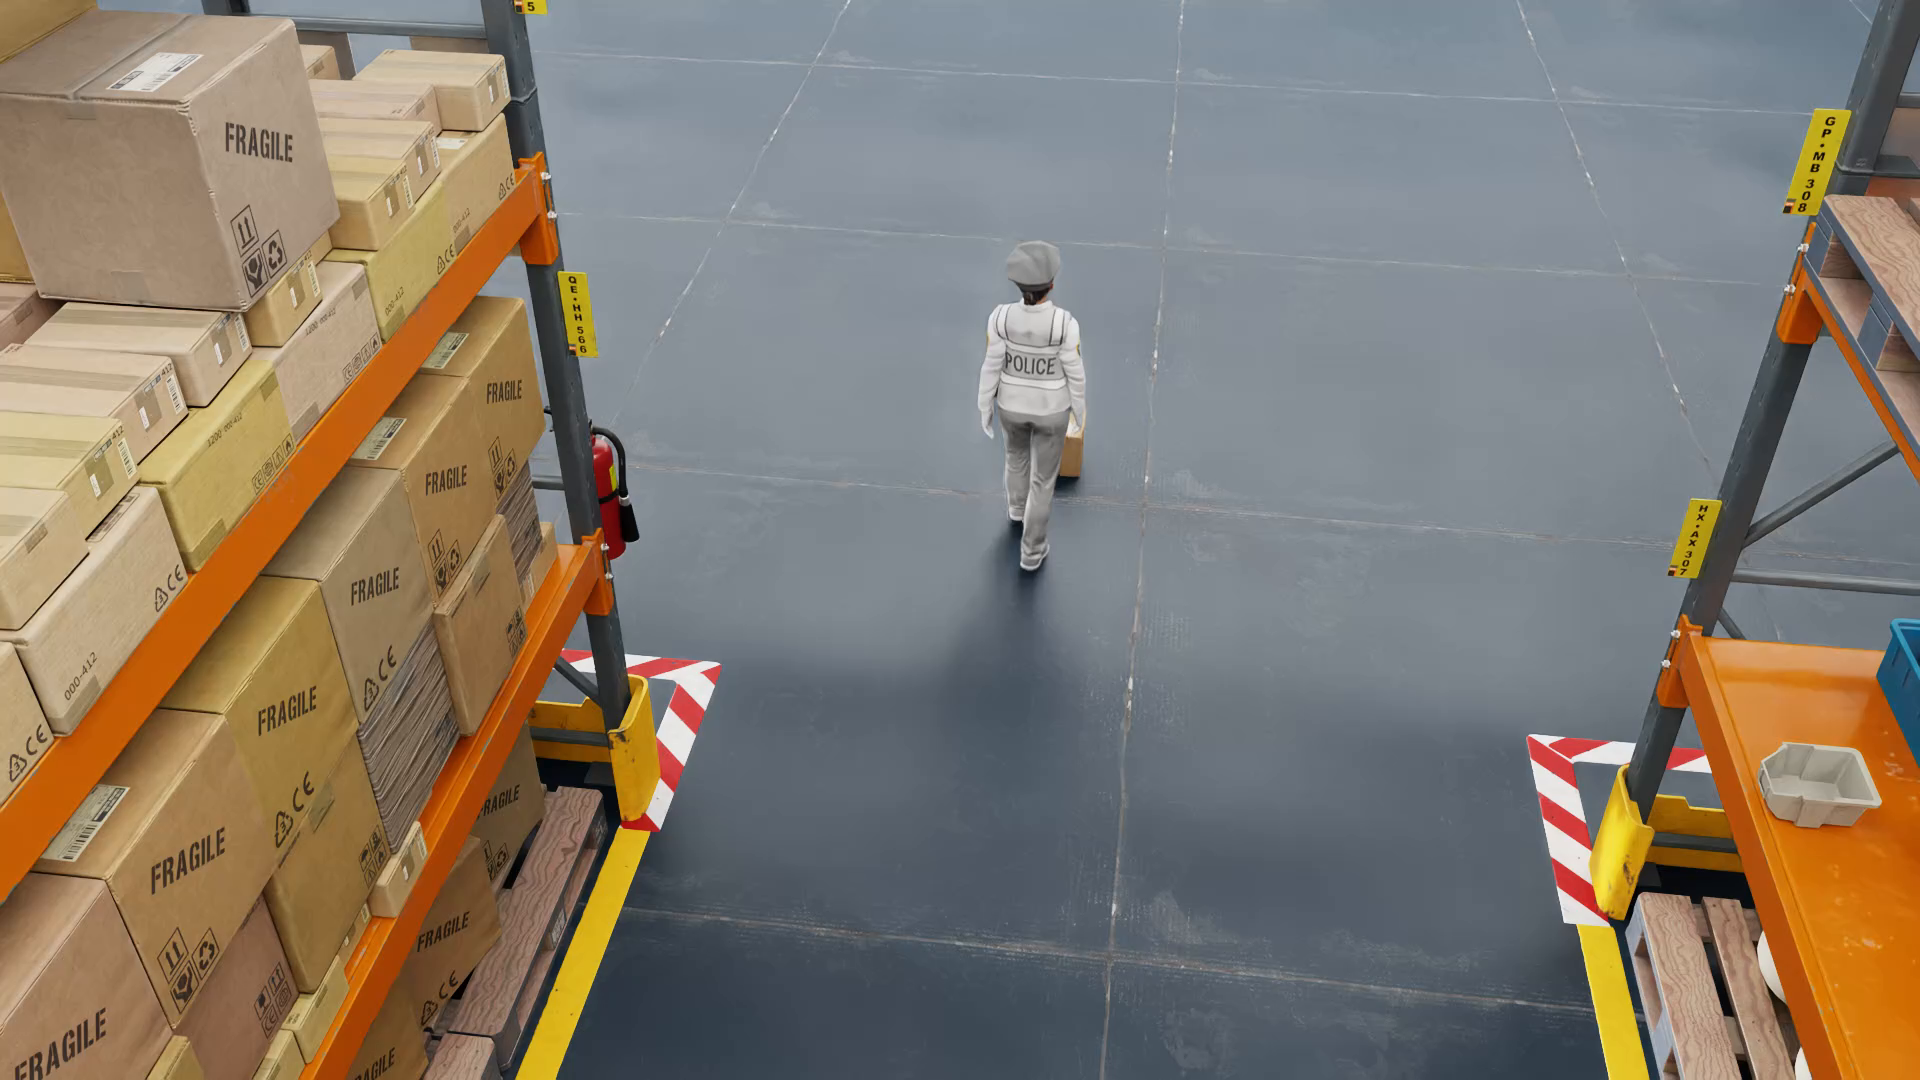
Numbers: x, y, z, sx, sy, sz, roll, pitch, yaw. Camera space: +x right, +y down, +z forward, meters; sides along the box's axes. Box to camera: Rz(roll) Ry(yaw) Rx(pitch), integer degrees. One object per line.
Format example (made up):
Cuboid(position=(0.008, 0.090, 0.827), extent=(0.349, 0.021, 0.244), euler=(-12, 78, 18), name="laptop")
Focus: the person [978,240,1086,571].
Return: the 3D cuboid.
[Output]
Cuboid(position=(0.379, -0.690, 7.951), extent=(0.498, 1.701, 0.637), euler=(11, 38, 14), name="person")
